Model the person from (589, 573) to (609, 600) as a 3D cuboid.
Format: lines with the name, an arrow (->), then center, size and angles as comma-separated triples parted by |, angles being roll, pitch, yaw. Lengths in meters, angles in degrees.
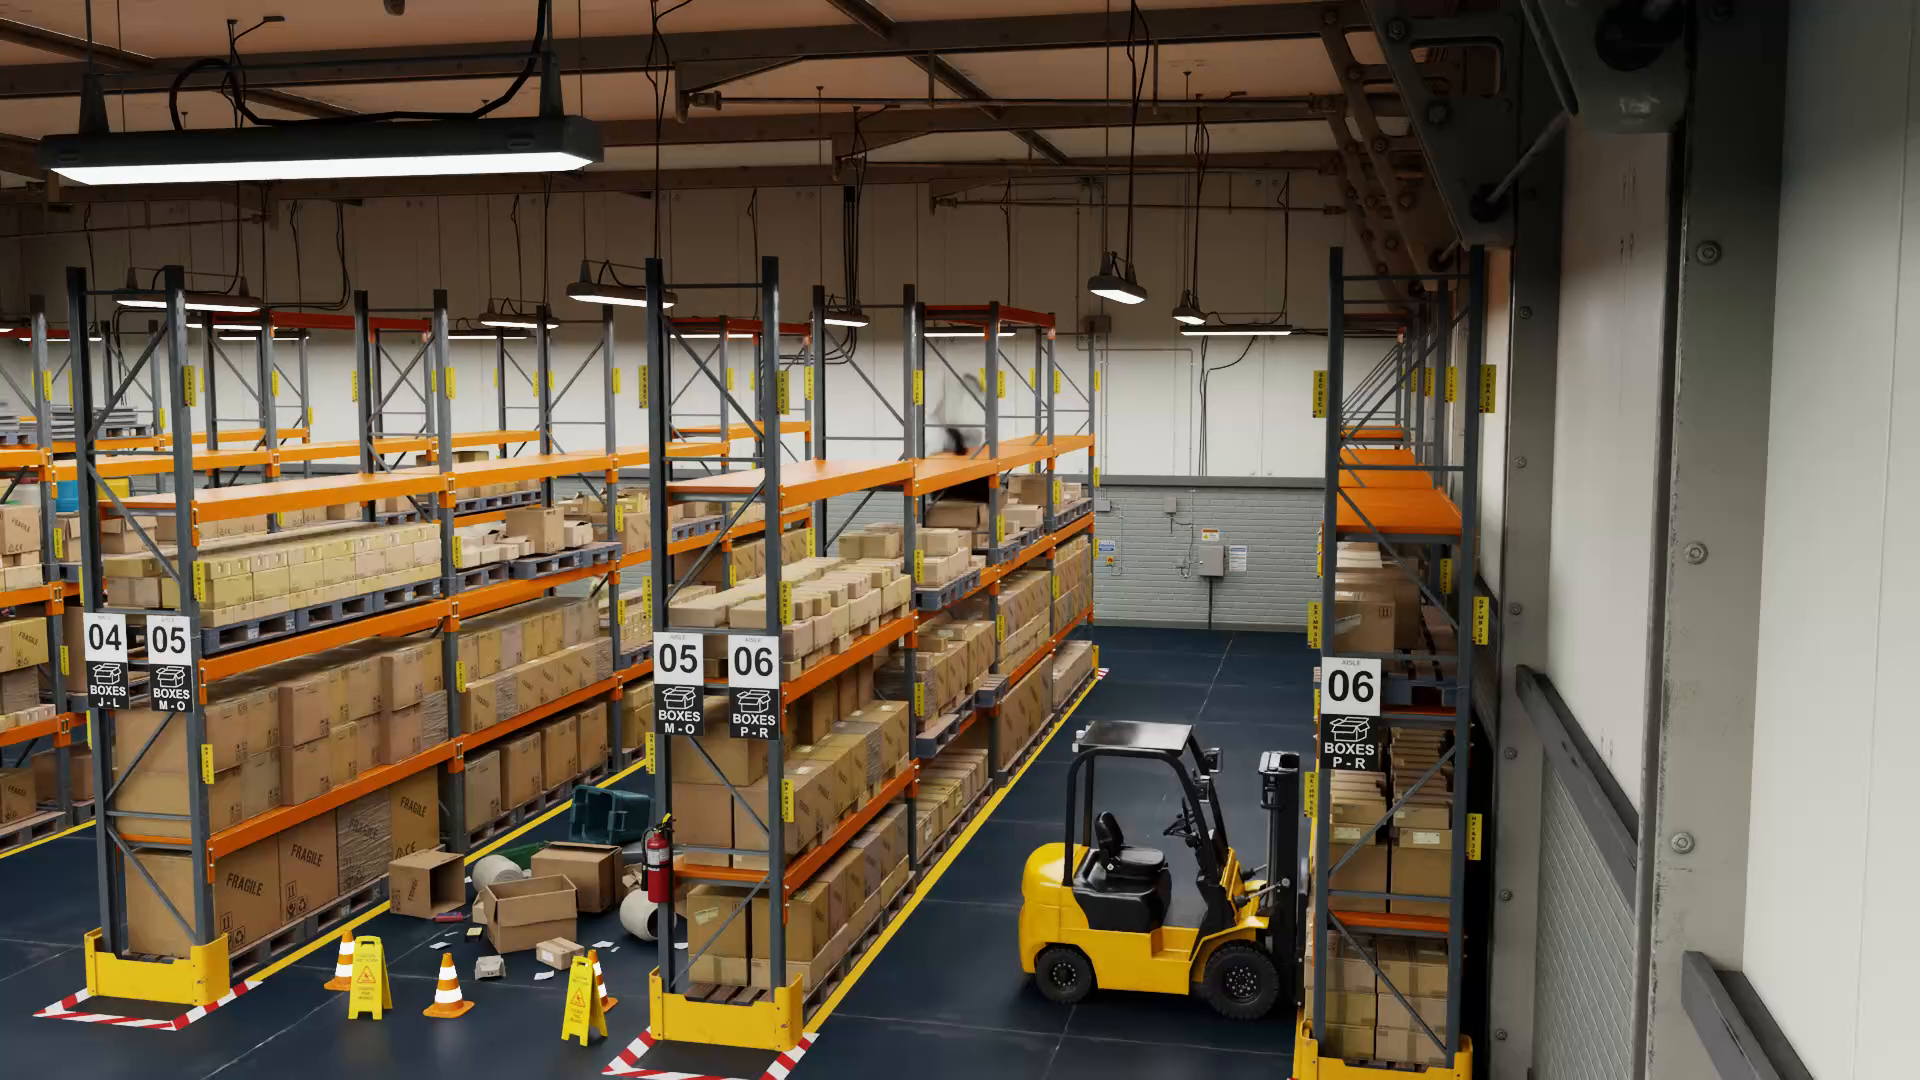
person -> -6.583, 1.243, 30.865 | 0.639, 1.608, 0.518 | -4, 7, -36
